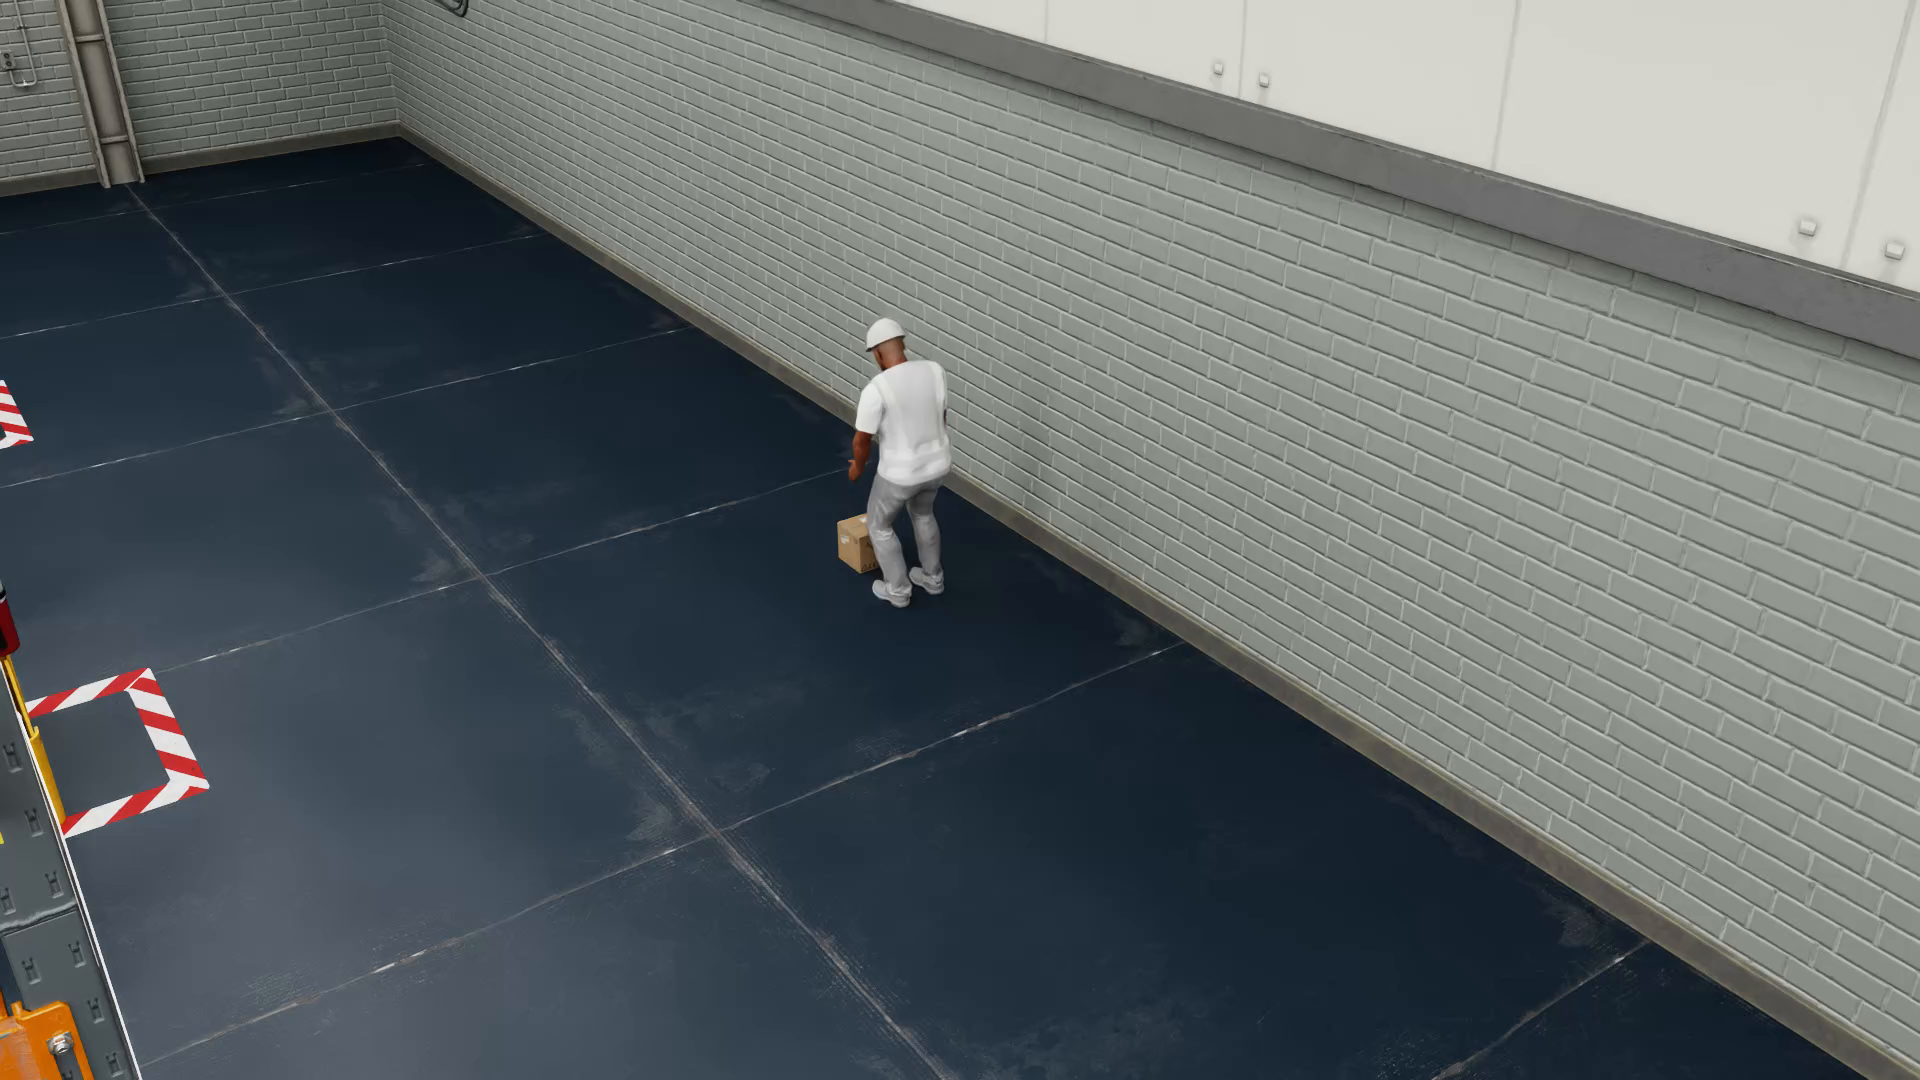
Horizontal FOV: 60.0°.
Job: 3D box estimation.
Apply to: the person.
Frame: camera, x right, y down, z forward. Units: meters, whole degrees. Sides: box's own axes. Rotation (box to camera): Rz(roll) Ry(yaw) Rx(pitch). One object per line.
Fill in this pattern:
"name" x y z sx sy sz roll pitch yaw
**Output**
"person" -0.338 -0.431 9.486 0.602 1.682 0.511 -18 33 -29
